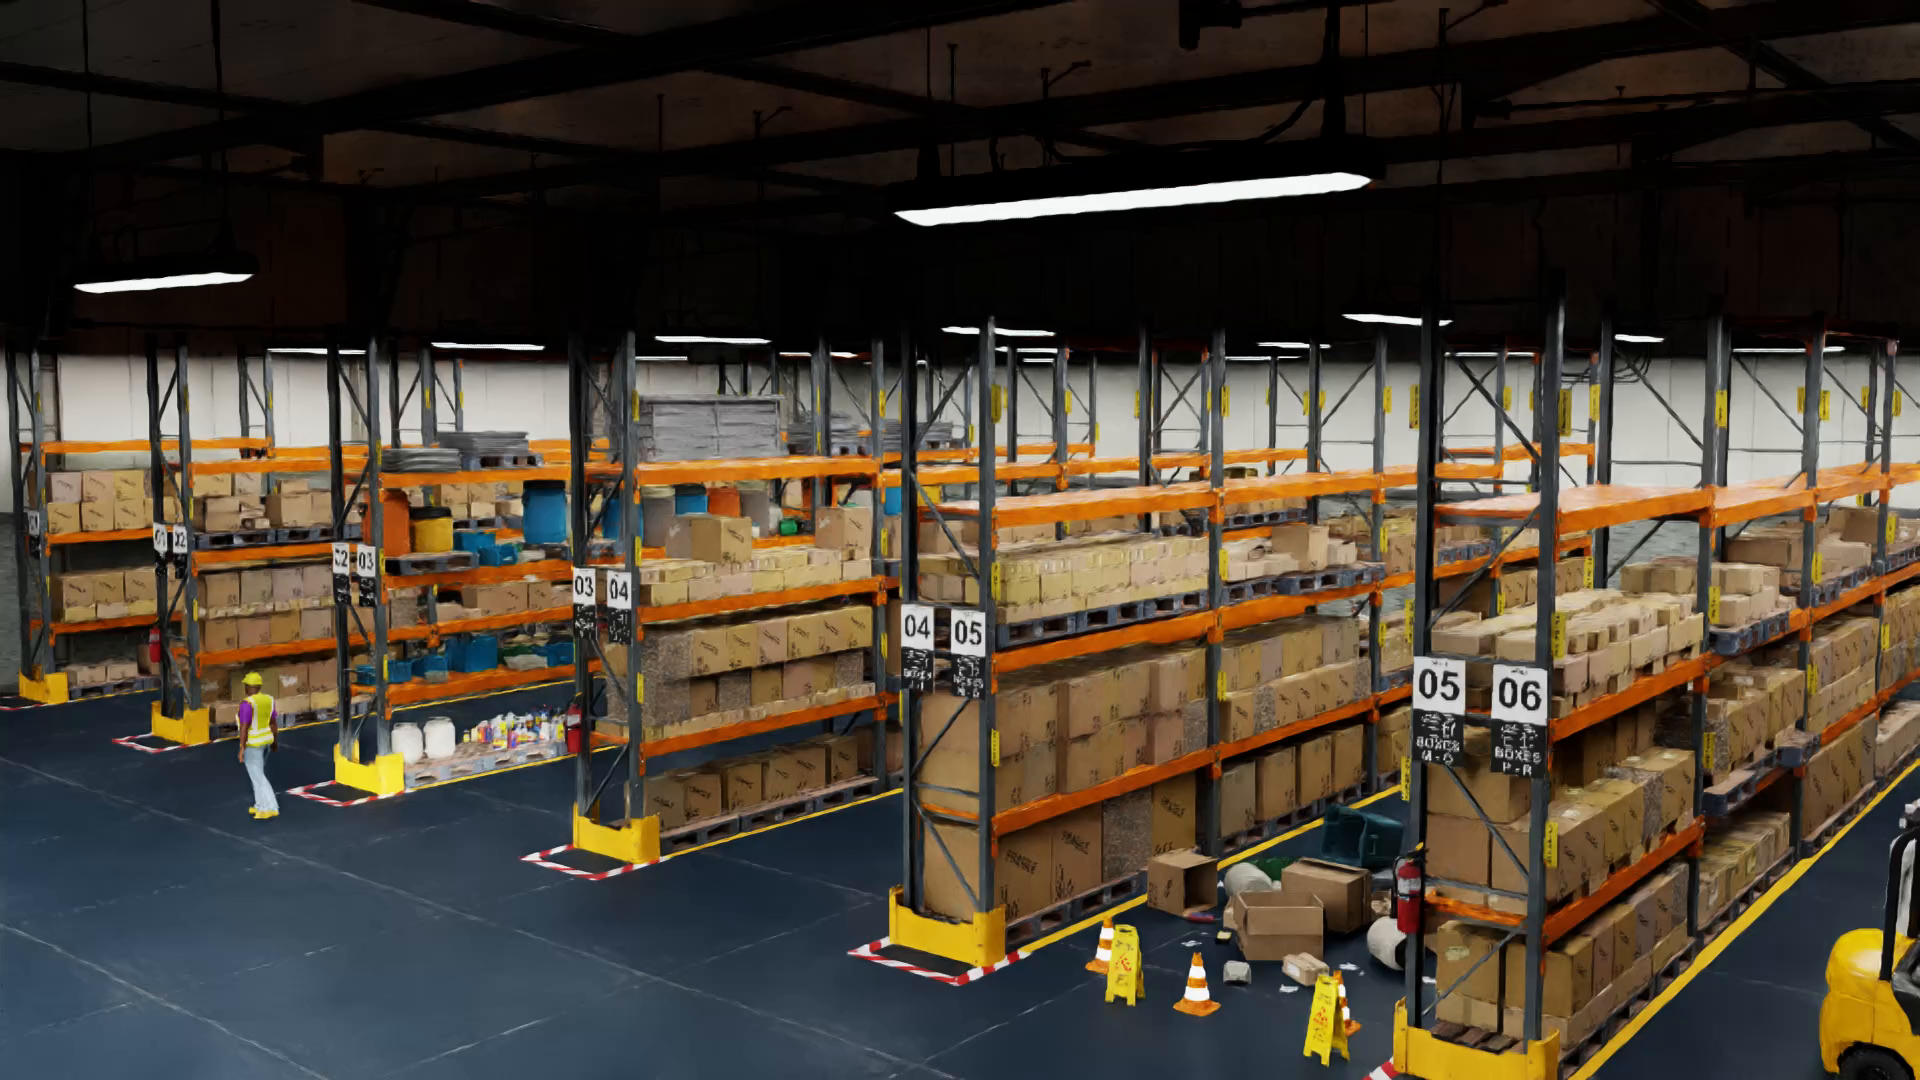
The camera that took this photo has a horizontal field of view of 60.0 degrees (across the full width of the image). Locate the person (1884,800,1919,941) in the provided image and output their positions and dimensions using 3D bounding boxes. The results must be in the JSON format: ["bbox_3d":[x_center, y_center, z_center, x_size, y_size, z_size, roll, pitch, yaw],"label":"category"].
[{"bbox_3d":[7.845,3.024,13.785,0.631,1.781,0.556,-2,6,-22],"label":"person"}]

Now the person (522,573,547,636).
[{"bbox_3d":[-8.067,1.466,31.598,0.702,1.735,0.549,4,6,37],"label":"person"}]

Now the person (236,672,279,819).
[{"bbox_3d":[-8.500,2.483,20.199,0.540,1.759,0.659,1,5,12],"label":"person"}]

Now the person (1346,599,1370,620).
[{"bbox_3d":[6.816,1.802,28.468,0.639,1.627,0.512,4,6,36],"label":"person"}]
